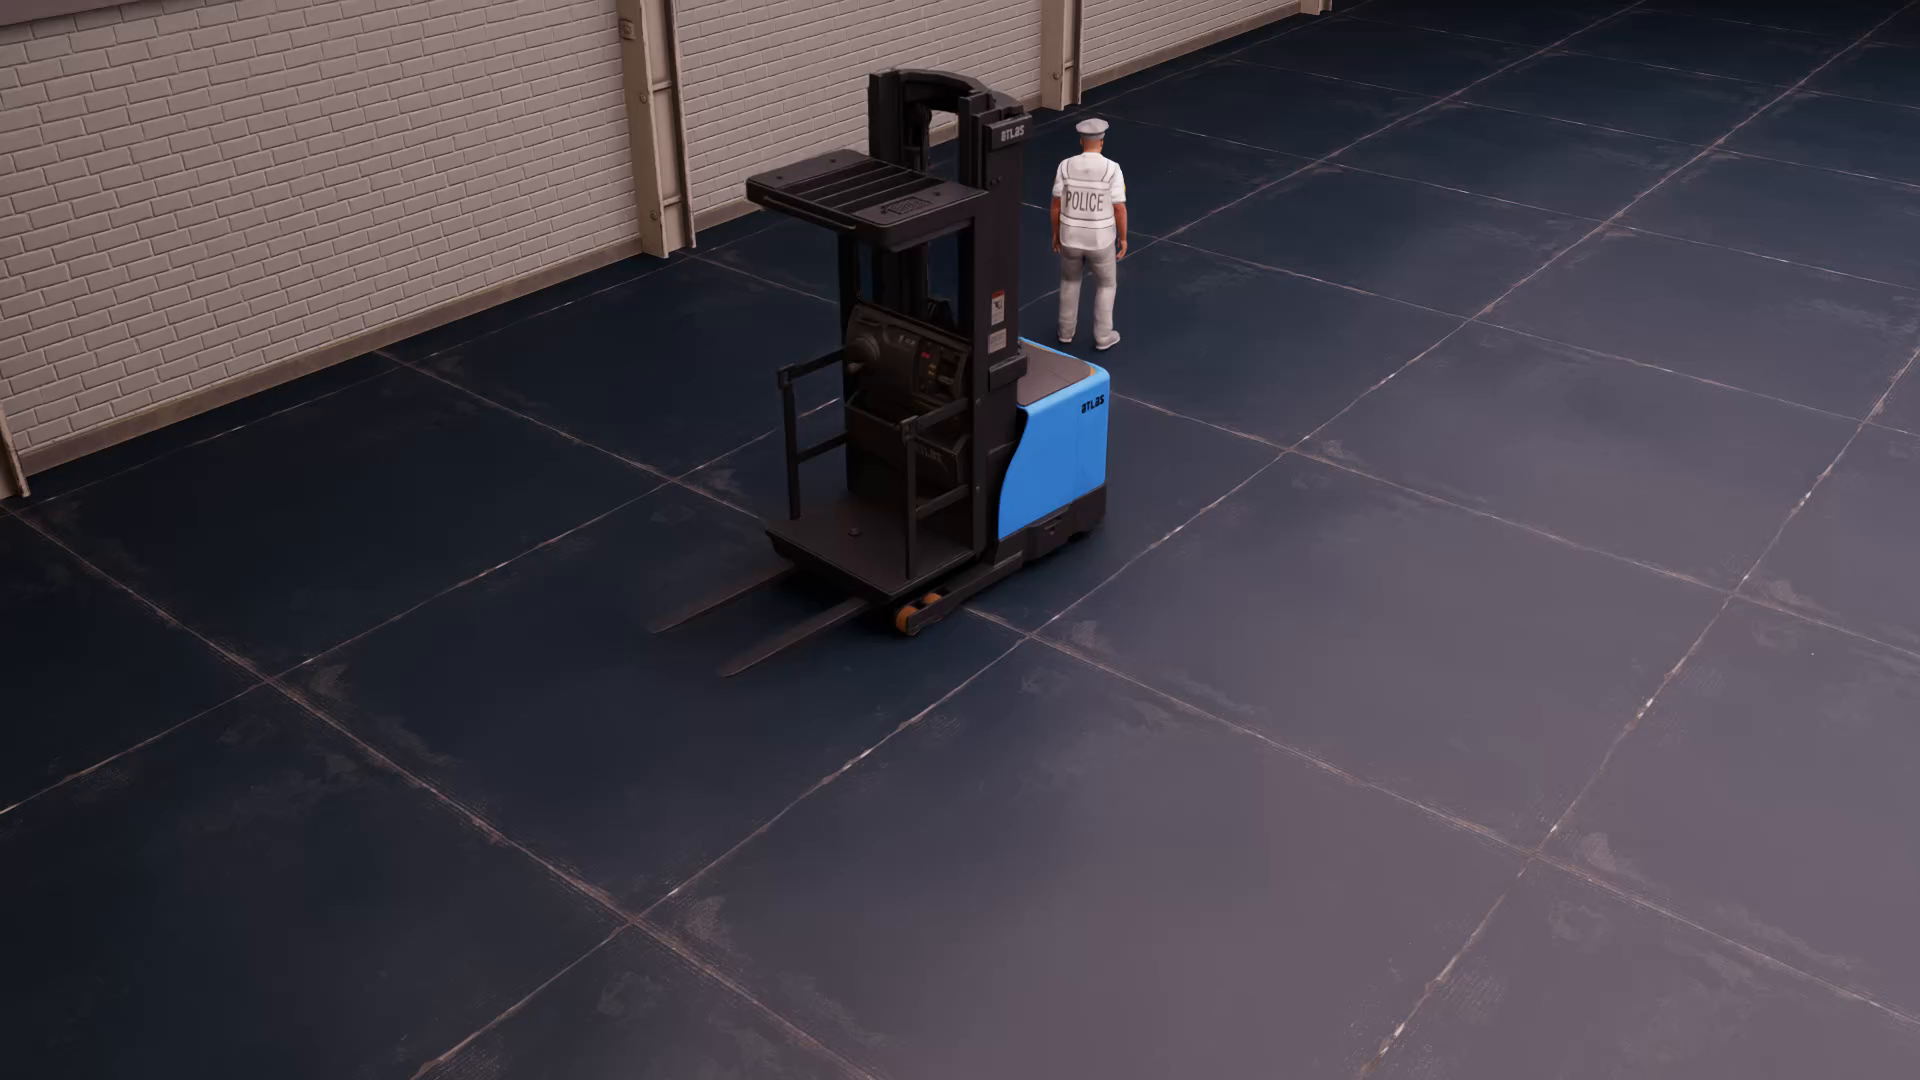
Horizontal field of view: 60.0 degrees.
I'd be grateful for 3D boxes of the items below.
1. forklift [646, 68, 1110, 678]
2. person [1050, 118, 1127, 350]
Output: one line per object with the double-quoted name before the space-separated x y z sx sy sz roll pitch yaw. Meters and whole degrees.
"forklift" -0.452 -1.010 9.324 1.130 2.935 3.031 26 39 37
"person" 0.987 -2.317 12.742 0.591 1.754 0.457 9 32 16
